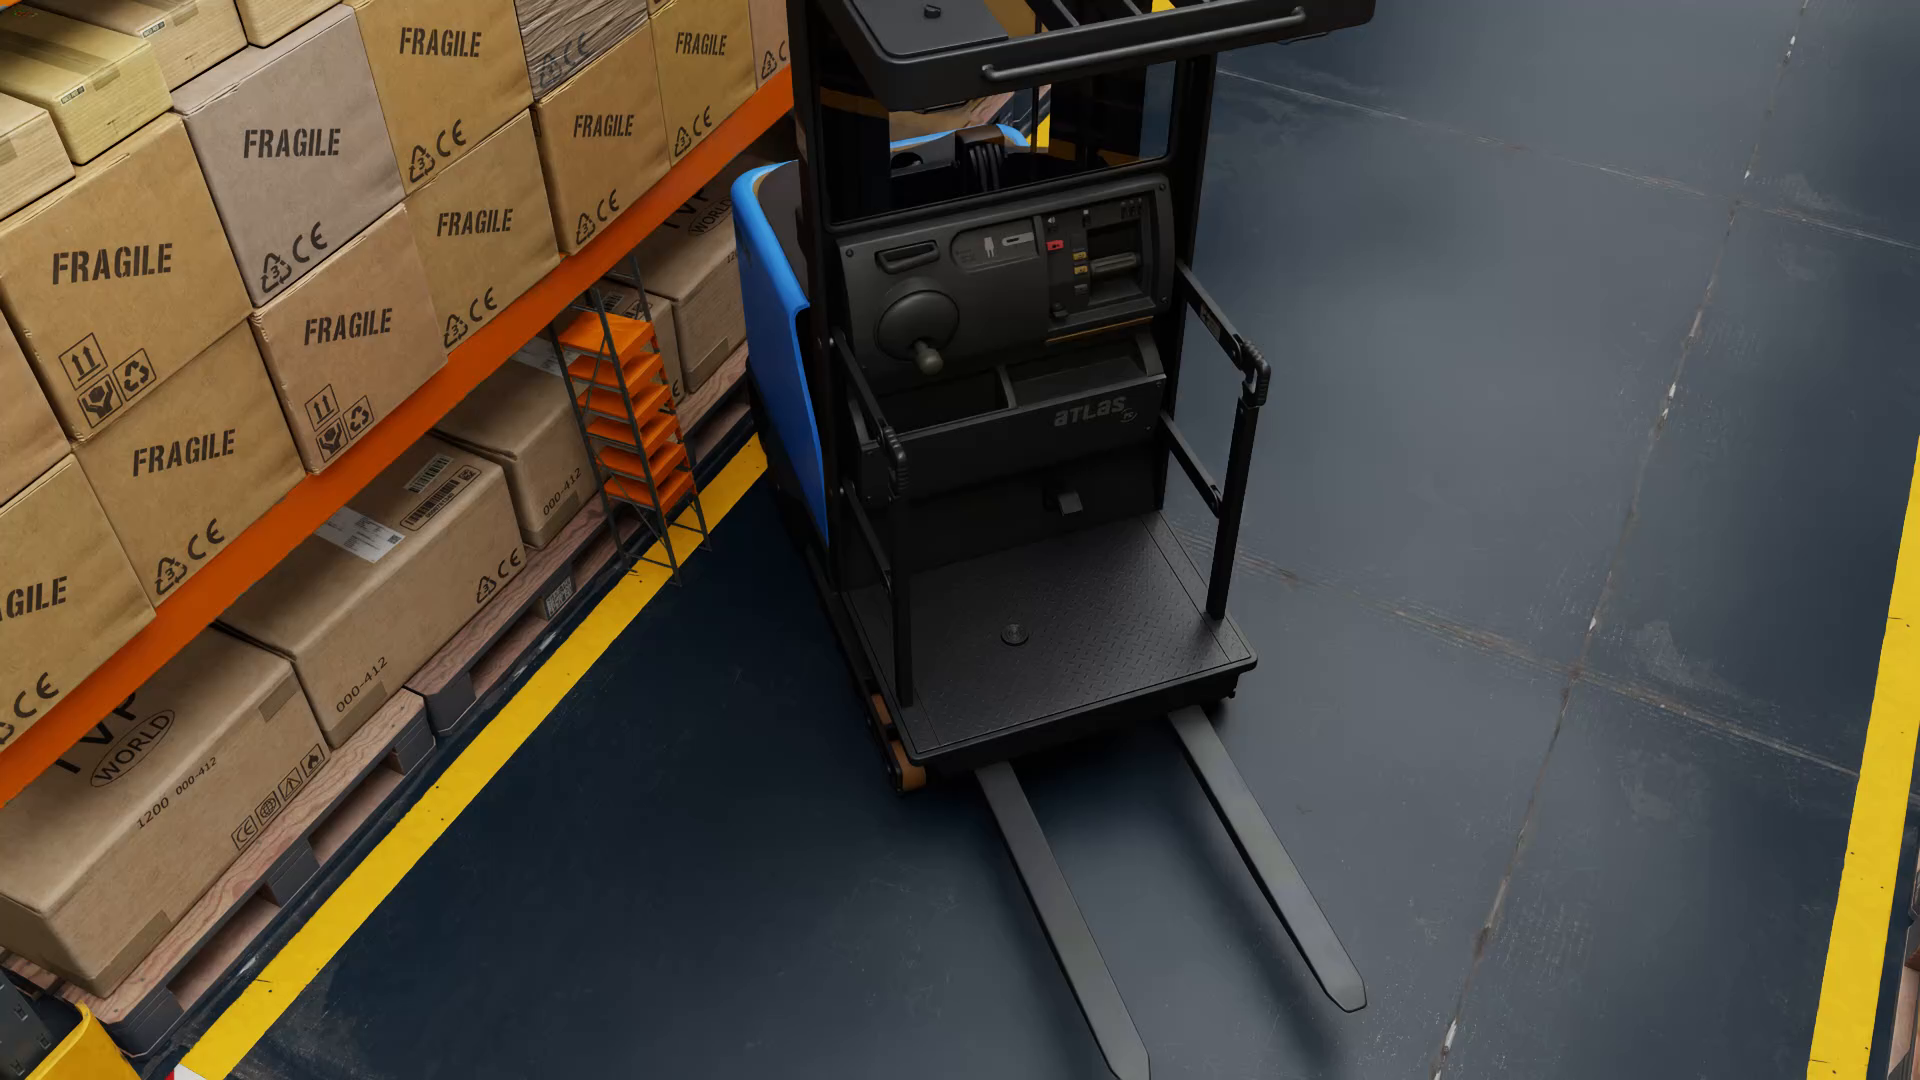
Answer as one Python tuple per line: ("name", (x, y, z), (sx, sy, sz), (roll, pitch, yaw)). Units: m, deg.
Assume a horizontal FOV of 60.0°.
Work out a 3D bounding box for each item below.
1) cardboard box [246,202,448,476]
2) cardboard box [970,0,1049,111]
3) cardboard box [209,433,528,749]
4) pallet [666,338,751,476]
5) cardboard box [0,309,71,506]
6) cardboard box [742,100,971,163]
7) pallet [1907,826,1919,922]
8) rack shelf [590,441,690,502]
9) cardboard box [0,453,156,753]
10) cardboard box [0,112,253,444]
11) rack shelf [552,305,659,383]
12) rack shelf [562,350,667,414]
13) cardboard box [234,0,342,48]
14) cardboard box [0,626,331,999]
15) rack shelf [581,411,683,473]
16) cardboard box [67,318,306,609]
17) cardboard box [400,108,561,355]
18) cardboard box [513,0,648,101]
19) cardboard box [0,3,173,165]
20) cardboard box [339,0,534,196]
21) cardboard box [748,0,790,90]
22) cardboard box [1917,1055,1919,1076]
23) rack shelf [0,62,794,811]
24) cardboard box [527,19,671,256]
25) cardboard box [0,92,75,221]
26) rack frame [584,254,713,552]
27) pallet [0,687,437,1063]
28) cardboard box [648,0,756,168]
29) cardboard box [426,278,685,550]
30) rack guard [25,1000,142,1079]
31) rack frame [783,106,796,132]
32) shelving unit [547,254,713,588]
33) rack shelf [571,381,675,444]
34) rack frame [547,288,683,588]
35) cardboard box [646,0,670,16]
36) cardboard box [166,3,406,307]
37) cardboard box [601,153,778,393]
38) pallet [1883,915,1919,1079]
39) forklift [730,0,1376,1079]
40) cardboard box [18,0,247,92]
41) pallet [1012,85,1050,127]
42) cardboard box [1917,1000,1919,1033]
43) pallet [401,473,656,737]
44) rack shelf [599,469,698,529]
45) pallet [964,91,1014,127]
("cardboard box", (-1.679, -0.567, 4.131), (0.500, 0.500, 0.500), (20, 49, 19))
("cardboard box", (-0.132, -2.591, 7.400), (0.875, 0.875, 0.875), (22, 49, 20))
("cardboard box", (-1.983, 0.043, 5.104), (0.875, 0.438, 0.875), (22, 49, 20))
("pallet", (-1.184, -0.768, 6.361), (1.003, 0.211, 1.213), (20, 49, 19))
("cardboard box", (-2.143, -0.277, 3.141), (0.500, 0.500, 0.500), (19, 48, 18))
("cardboard box", (-0.545, -2.019, 6.835), (0.875, 0.875, 0.875), (22, 49, 20))
("pallet", (3.389, 0.784, 4.827), (1.003, 0.211, 1.213), (20, 49, 19))
("rack shelf", (-1.031, -0.248, 5.365), (0.258, 0.103, 0.180), (16, 48, 23))
("cardboard box", (-2.141, 0.076, 3.496), (0.500, 0.500, 0.500), (20, 49, 19))
("cardboard box", (-1.910, -0.604, 3.465), (0.500, 0.500, 0.500), (19, 48, 18))
("rack shelf", (-1.073, -0.596, 5.038), (0.258, 0.103, 0.180), (16, 48, 23))
("rack shelf", (-1.063, -0.509, 5.119), (0.258, 0.103, 0.180), (16, 48, 23))
("cardboard box", (-1.593, -1.241, 3.638), (0.380, 0.149, 0.250), (21, 49, 19))
("cardboard box", (-2.401, 0.623, 4.532), (0.875, 0.438, 0.875), (19, 48, 18))
("rack shelf", (-1.042, -0.335, 5.283), (0.258, 0.103, 0.180), (16, 48, 23))
("cardboard box", (-1.931, -0.252, 3.820), (0.500, 0.500, 0.500), (20, 49, 19))
("cardboard box", (-1.461, -0.888, 4.448), (0.500, 0.500, 0.500), (22, 49, 20))
("cardboard box", (-1.207, -1.559, 4.408), (0.500, 0.500, 0.500), (21, 49, 20))
("cardboard box", (-1.821, -0.915, 3.316), (0.380, 0.149, 0.250), (19, 48, 18))
("cardboard box", (-1.447, -1.246, 4.099), (0.500, 0.500, 0.500), (21, 49, 19))
("cardboard box", (-0.750, -1.860, 5.409), (0.500, 0.500, 0.500), (21, 49, 19))
("cardboard box", (2.512, 1.216, 3.939), (0.380, 0.149, 0.250), (21, 49, 19))
("rack shelf", (-1.690, -0.689, 4.827), (1.077, 0.370, 4.000), (20, 49, 19))
("cardboard box", (-1.205, -1.213, 4.769), (0.500, 0.500, 0.500), (20, 49, 18))
("cardboard box", (-1.928, -0.743, 3.146), (0.380, 0.149, 0.250), (22, 49, 20))
("rack frame", (-1.004, -0.425, 5.310), (0.240, 1.200, 0.006), (16, 48, 23))
("pallet", (-2.317, 0.769, 4.842), (1.003, 0.211, 1.213), (20, 49, 19))
("cardboard box", (-0.984, -1.534, 5.087), (0.500, 0.500, 0.500), (19, 48, 18))
("cardboard box", (-1.563, -0.524, 5.665), (0.875, 0.438, 0.875), (19, 48, 18))
("rack guard", (-2.630, 1.212, 4.200), (1.175, 0.500, 0.348), (20, 49, 19))
("rack frame", (-0.762, -2.201, 5.817), (1.000, 3.000, 0.127), (20, 49, 19))
("shelving unit", (-1.046, -0.367, 5.253), (0.258, 1.200, 0.189), (16, 48, 23))
("rack shelf", (-1.052, -0.422, 5.201), (0.258, 0.103, 0.180), (16, 48, 23))
("rack frame", (-1.087, -0.308, 5.196), (0.240, 1.200, 0.006), (16, 48, 23))
("cardboard box", (-0.979, -1.883, 4.728), (0.500, 0.500, 0.500), (20, 49, 18))
("cardboard box", (-1.678, -0.931, 3.788), (0.500, 0.500, 0.500), (20, 49, 19))
("cardboard box", (-1.148, -1.088, 6.223), (0.875, 0.438, 0.875), (20, 49, 19))
("pallet", (2.824, 1.556, 4.064), (1.003, 0.211, 1.213), (20, 49, 19))
("forklift", (0.213, -0.612, 4.294), (1.130, 2.935, 3.031), (-14, 47, -14))
("cardboard box", (-1.746, -1.098, 3.496), (0.380, 0.149, 0.250), (21, 49, 19))
("pallet", (0.095, -2.504, 8.076), (1.003, 0.211, 1.213), (20, 49, 19))
("cardboard box", (2.650, 1.178, 4.186), (0.380, 0.149, 0.250), (19, 48, 18))
("pallet", (-1.749, 0.003, 5.598), (1.003, 0.211, 1.213), (20, 49, 19))
("rack shelf", (-1.021, -0.160, 5.447), (0.258, 0.103, 0.180), (16, 48, 23))
("pallet", (-0.470, -1.732, 7.314), (1.003, 0.211, 1.213), (20, 49, 19))
